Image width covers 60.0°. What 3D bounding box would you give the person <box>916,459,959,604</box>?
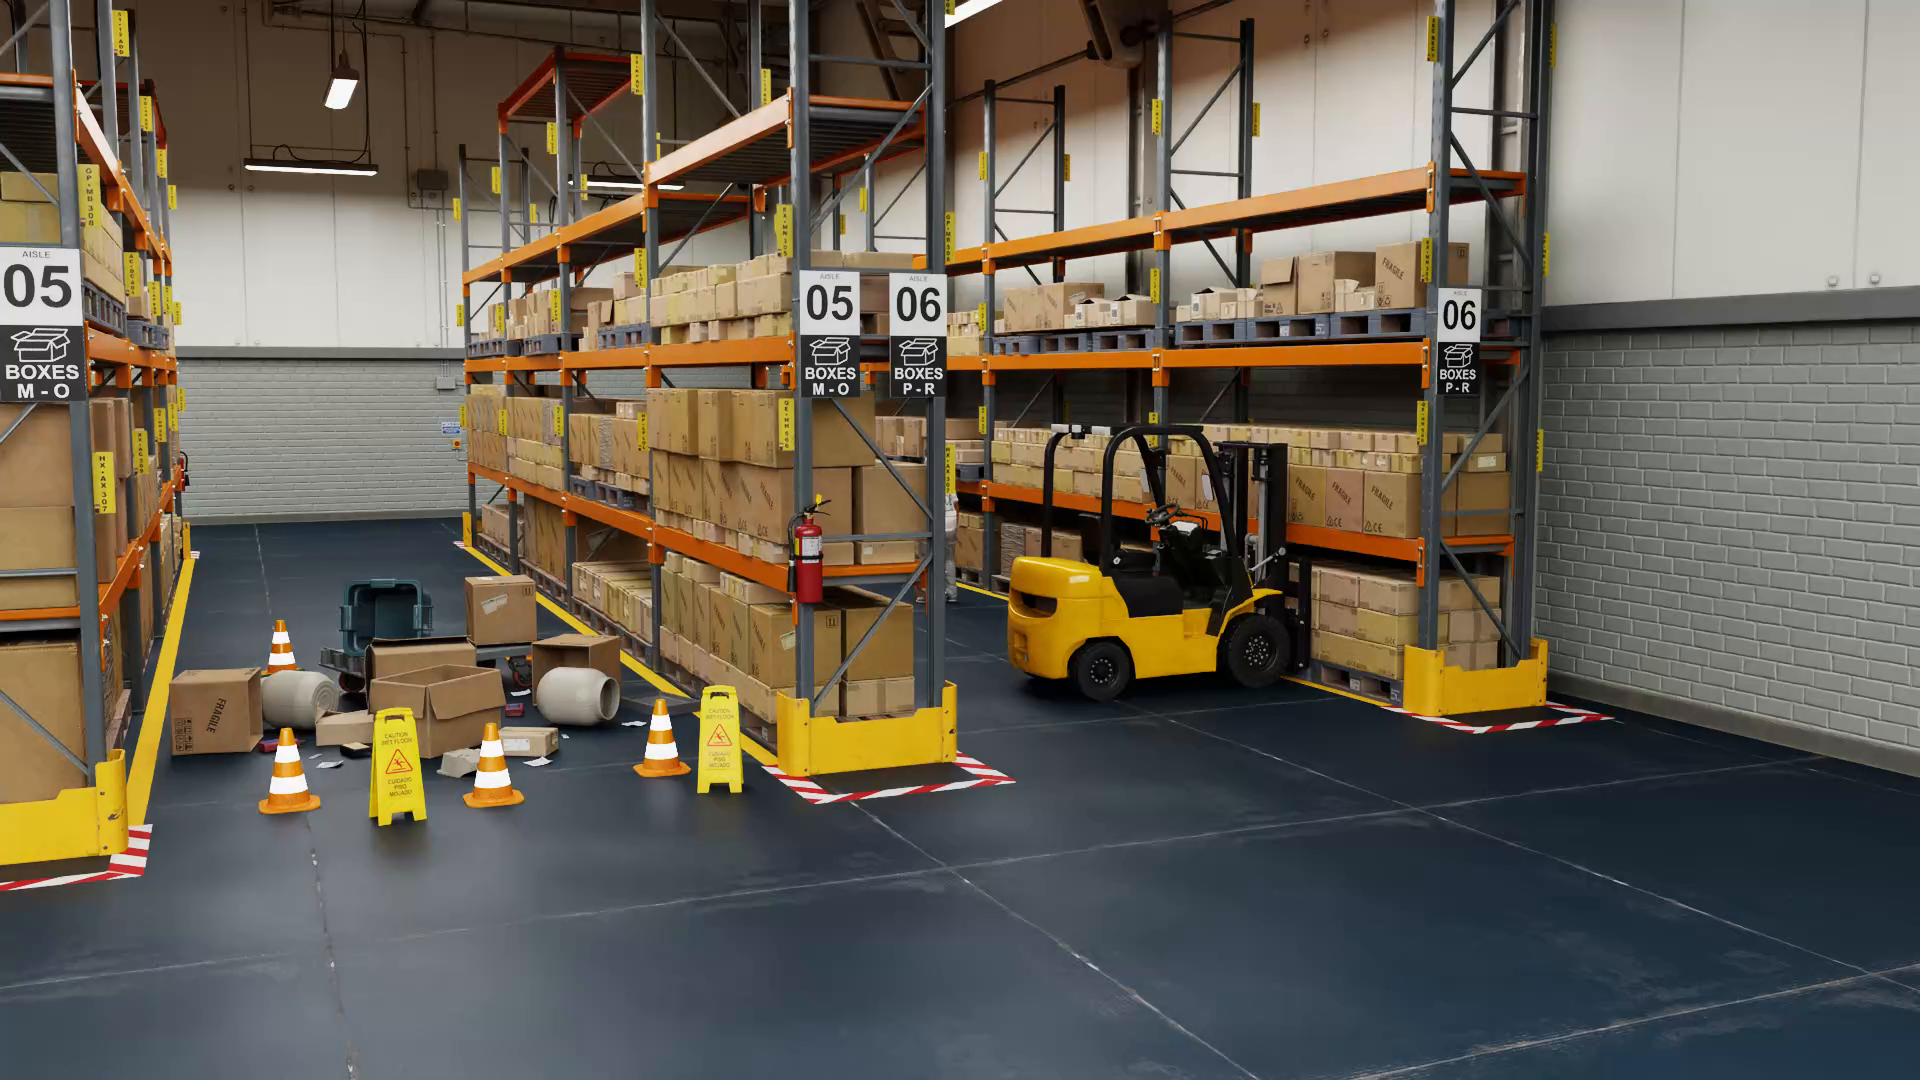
[{"bbox_3d":[-0.265,-0.117,18.802,0.537,1.665,0.468,-2,6,-24],"label":"person"}]
